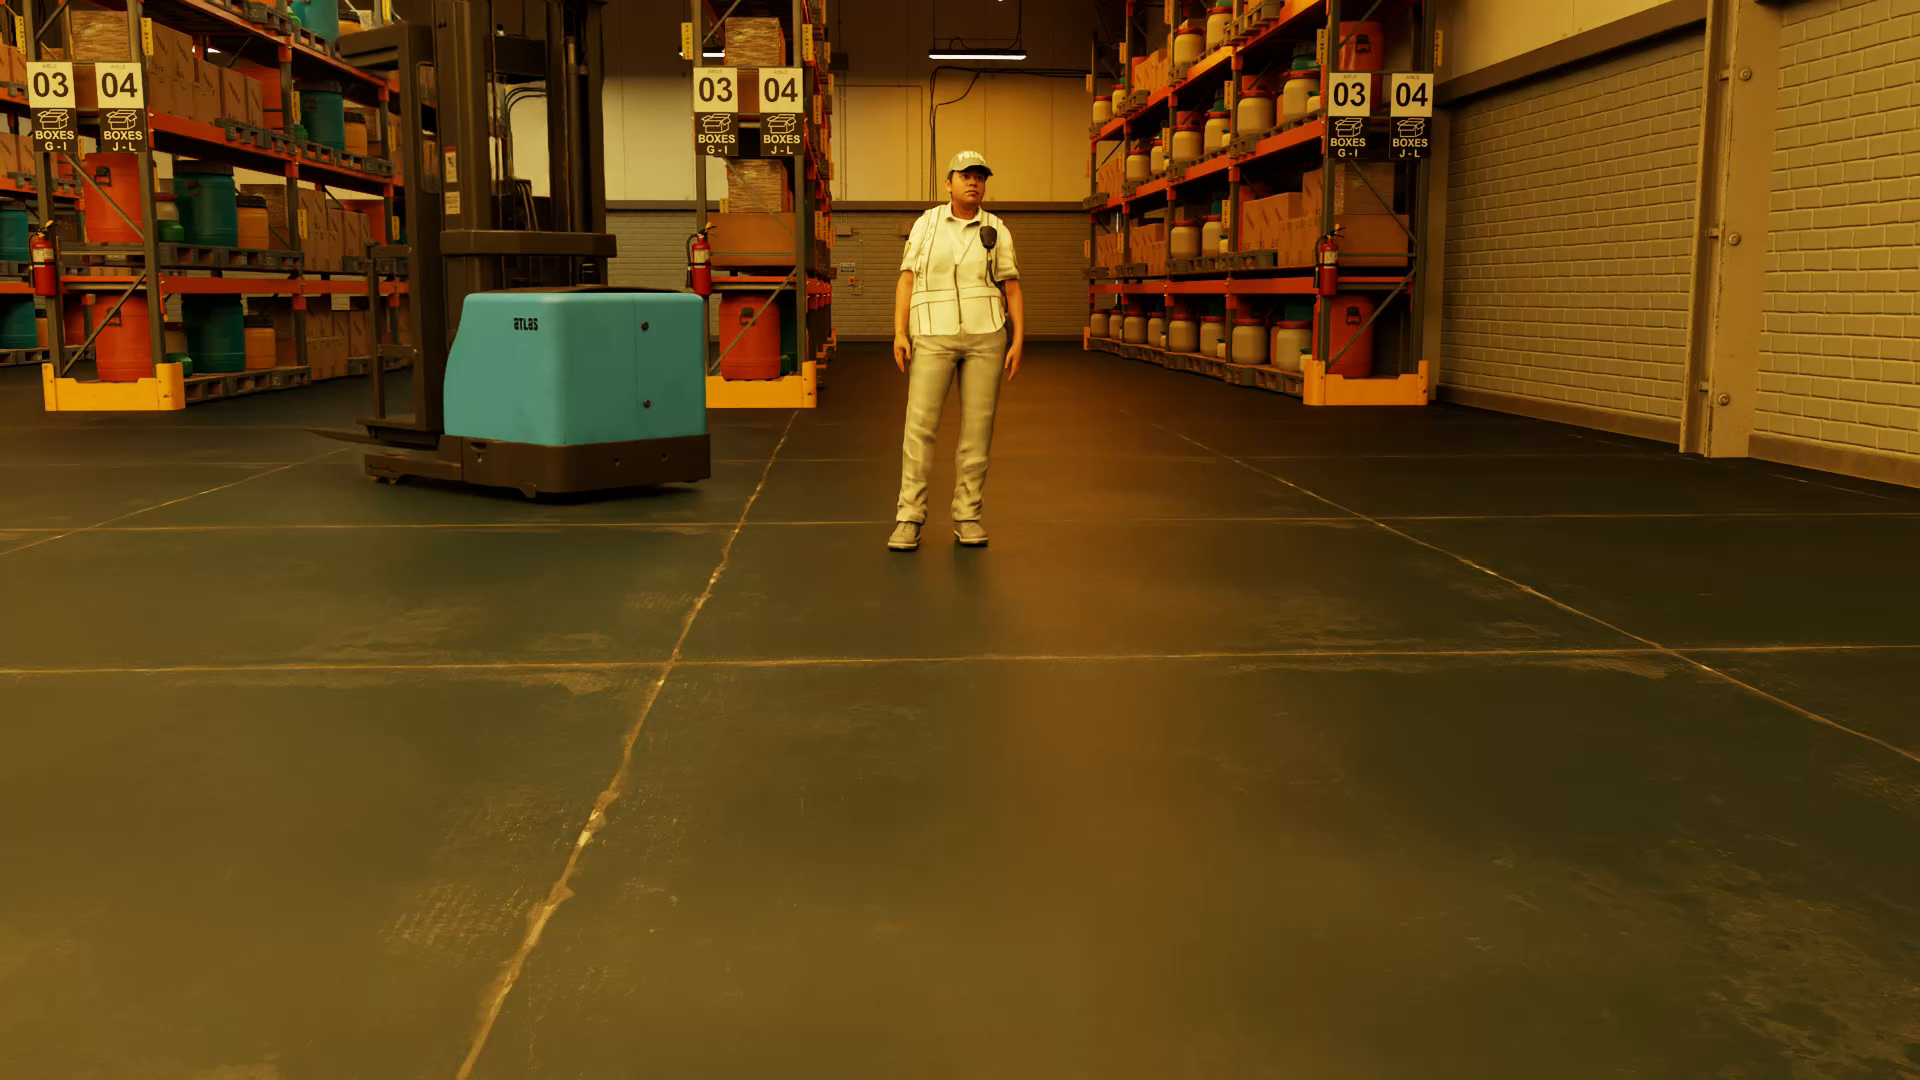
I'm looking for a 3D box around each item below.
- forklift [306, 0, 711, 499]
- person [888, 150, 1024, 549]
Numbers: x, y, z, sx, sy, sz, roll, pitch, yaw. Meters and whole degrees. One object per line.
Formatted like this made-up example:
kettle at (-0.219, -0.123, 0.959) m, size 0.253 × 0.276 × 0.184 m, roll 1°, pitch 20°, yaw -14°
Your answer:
forklift at (-2.795, -1.816, 9.561) m, size 3.031 × 2.935 × 1.130 m, roll 8°, pitch 11°, yaw 42°
person at (-0.018, -0.820, 7.110) m, size 0.598 × 1.670 × 0.529 m, roll -1°, pitch 8°, yaw -4°
